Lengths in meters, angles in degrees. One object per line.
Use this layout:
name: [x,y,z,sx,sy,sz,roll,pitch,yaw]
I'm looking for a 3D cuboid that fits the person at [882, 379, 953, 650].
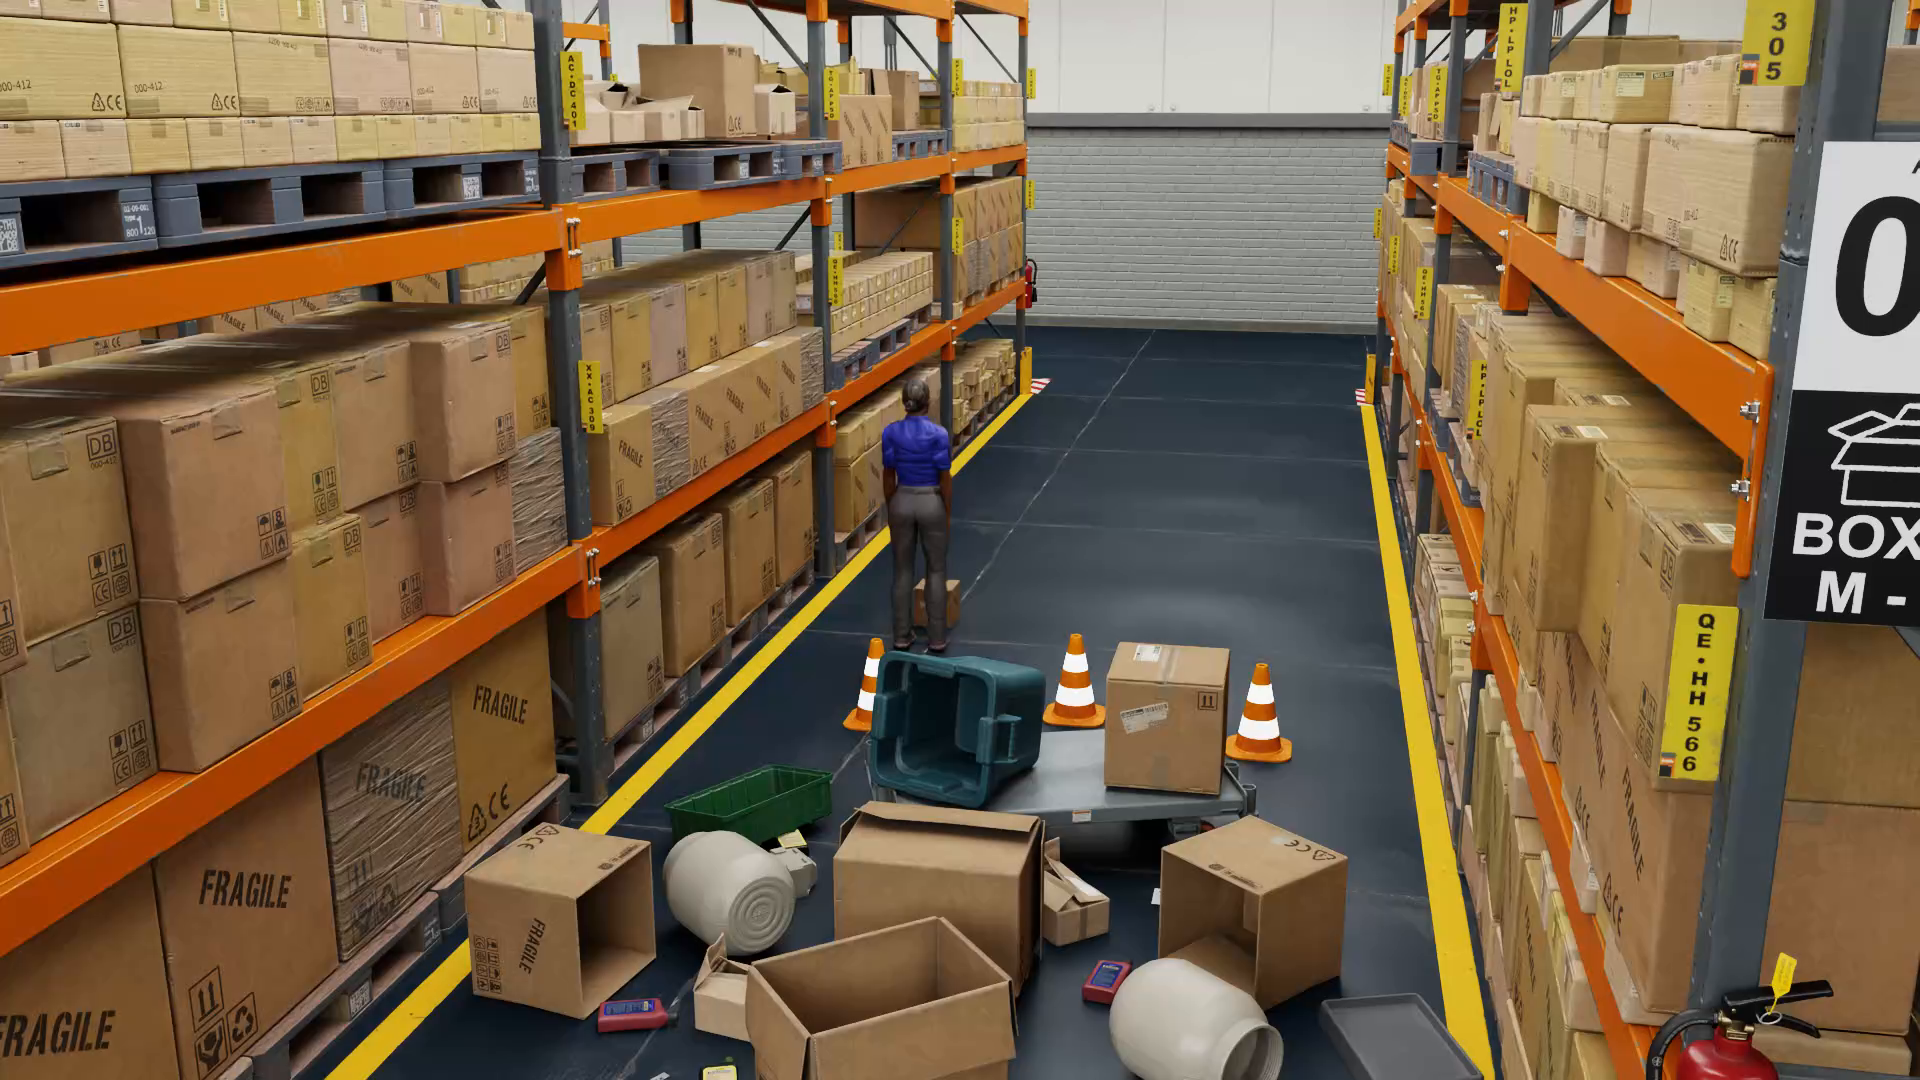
person: [-0.253,-0.158,10.082,0.442,1.661,0.307,3,15,12]
